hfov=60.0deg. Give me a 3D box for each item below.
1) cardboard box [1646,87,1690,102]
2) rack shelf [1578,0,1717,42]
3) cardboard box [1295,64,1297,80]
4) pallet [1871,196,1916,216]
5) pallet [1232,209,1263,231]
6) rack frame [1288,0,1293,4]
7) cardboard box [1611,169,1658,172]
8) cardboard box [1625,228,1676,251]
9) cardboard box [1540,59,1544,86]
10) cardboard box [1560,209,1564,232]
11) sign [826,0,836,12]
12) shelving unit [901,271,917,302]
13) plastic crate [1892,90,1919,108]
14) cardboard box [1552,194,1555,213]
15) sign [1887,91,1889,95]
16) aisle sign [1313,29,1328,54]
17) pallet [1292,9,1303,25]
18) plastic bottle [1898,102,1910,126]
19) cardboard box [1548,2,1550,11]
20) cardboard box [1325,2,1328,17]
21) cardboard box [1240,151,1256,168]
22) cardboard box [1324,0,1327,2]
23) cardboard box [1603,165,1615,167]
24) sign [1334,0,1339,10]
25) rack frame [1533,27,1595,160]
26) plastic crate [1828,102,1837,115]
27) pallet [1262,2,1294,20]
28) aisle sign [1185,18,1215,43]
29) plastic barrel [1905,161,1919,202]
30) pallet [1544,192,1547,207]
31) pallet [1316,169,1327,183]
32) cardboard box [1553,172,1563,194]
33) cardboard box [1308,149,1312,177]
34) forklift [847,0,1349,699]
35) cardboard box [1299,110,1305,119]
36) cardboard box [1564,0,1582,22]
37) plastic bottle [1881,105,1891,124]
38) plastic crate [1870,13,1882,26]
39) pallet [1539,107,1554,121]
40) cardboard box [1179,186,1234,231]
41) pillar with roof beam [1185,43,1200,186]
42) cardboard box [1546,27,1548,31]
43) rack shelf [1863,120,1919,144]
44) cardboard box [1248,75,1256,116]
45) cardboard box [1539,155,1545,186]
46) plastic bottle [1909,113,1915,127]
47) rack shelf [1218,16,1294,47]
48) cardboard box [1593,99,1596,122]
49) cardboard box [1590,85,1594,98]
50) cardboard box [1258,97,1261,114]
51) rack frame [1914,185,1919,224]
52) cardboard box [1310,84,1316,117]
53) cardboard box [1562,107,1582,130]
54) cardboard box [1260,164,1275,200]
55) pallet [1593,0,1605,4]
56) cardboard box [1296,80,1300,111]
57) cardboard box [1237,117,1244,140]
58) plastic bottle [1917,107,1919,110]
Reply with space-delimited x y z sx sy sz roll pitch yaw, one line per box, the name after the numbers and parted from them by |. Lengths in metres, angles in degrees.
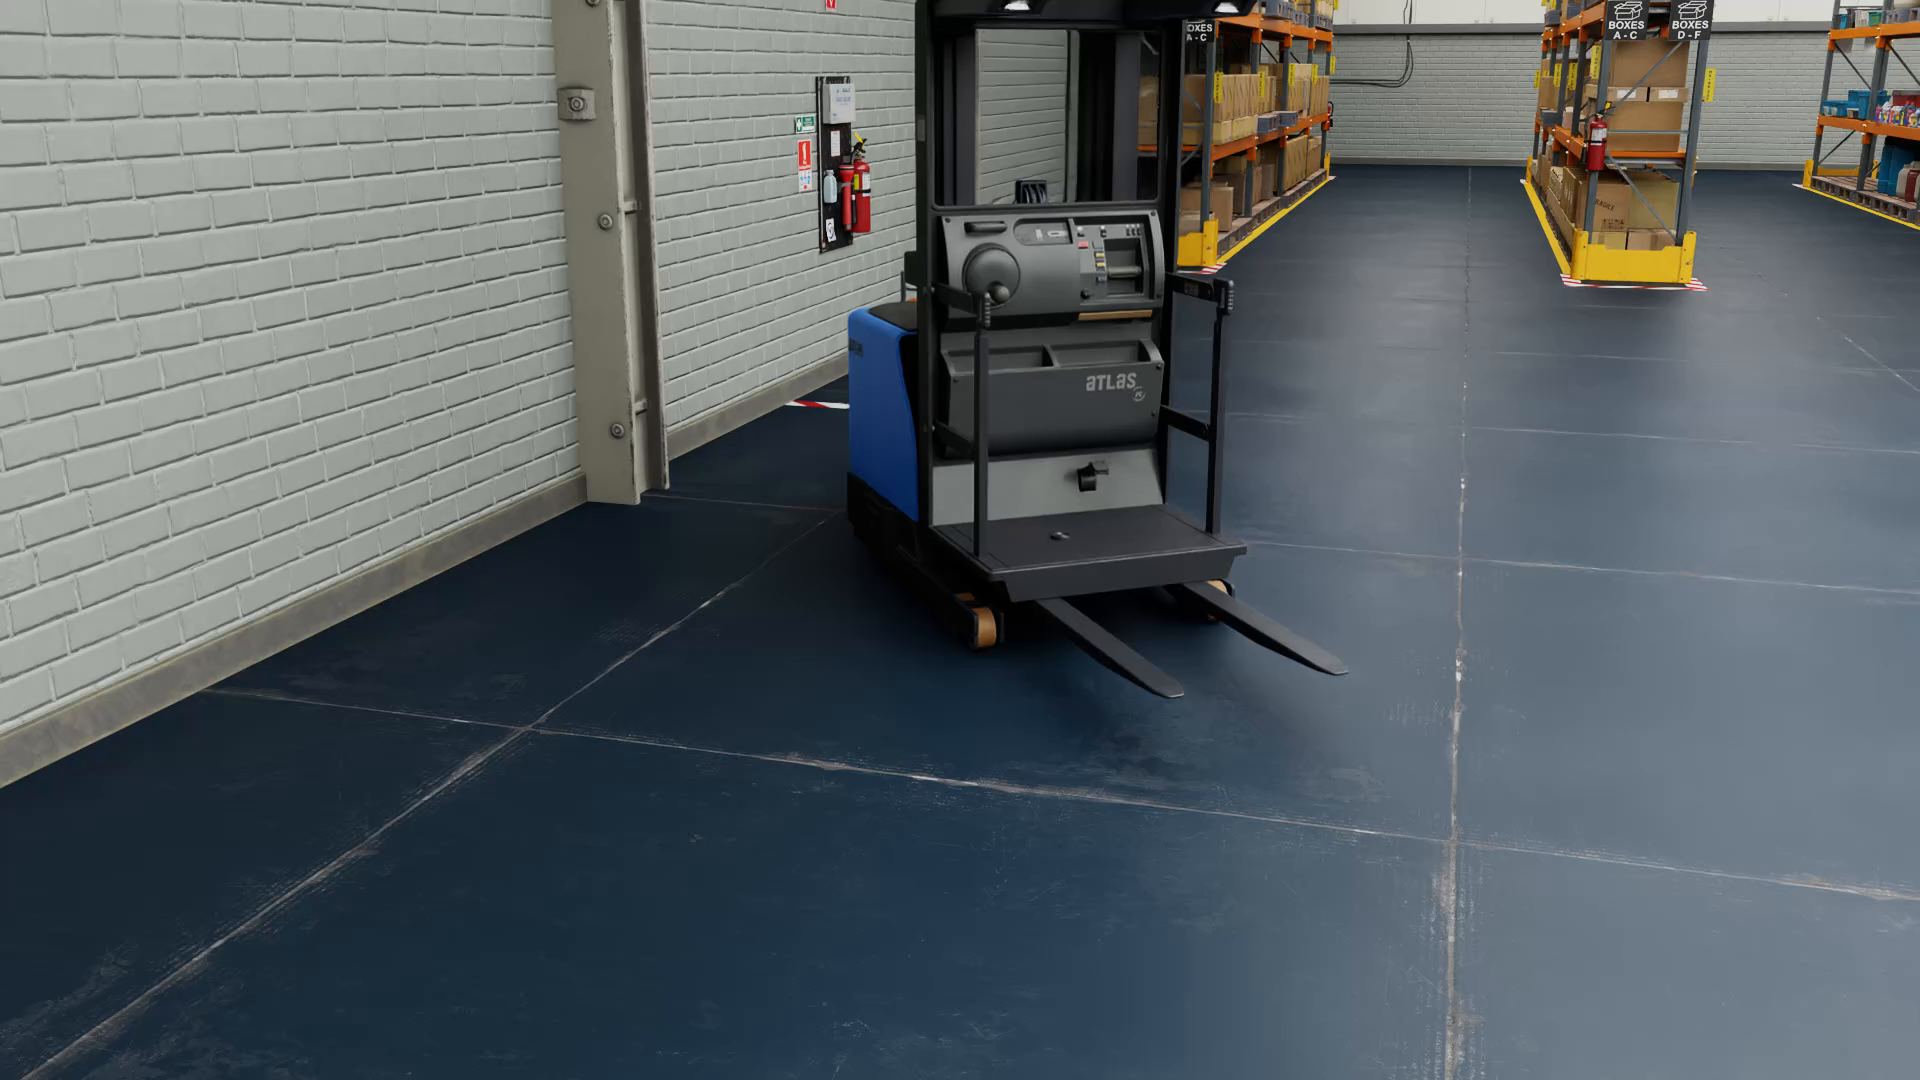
7.368 -4.637 17.310 0.380 0.149 0.250 5 16 15 | cardboard box
7.618 -5.812 18.643 1.077 0.370 4.000 5 16 16 | rack shelf
5.101 -7.469 26.524 0.500 0.250 0.500 4 16 15 | cardboard box
14.604 -5.085 25.371 1.003 0.211 1.213 5 16 16 | pallet
3.656 -4.483 23.249 1.003 0.211 1.213 5 16 16 | pallet
4.573 -9.554 25.021 1.000 3.000 0.127 5 16 16 | rack frame
8.111 -4.210 20.069 0.500 0.500 0.500 5 16 16 | cardboard box
7.415 -3.194 17.861 0.500 0.250 0.500 5 16 16 | cardboard box
11.076 -8.673 30.896 0.500 0.500 0.500 5 17 16 | cardboard box
7.617 -3.889 20.312 0.500 0.250 0.500 5 16 16 | cardboard box
-0.873 -3.732 11.242 0.001 0.298 0.199 5 16 16 | sign
-0.049 -0.752 8.283 0.258 1.200 0.503 10 19 31 | shelving unit
15.702 -7.219 27.558 0.402 0.464 0.583 5 16 16 | plastic crate
8.463 -4.647 22.985 0.500 0.250 0.500 5 17 17 | cardboard box
16.877 -8.032 30.352 0.100 0.325 0.005 5 16 16 | sign
7.154 -10.007 32.848 0.394 0.787 0.004 5 16 16 | aisle sign
4.705 -8.192 26.064 1.213 0.211 1.003 5 17 18 | pallet
14.277 -6.435 25.110 0.144 0.351 0.185 5 16 16 | plastic bottle
10.916 -9.613 30.085 0.500 0.250 0.500 5 16 16 | cardboard box
6.602 -9.897 31.049 0.500 0.250 0.500 4 16 14 | cardboard box
4.054 -5.566 24.355 0.500 0.250 0.500 5 16 16 | cardboard box
6.456 -10.125 30.480 0.500 0.500 0.500 5 17 16 | cardboard box
9.726 -5.390 25.111 0.500 0.500 0.500 5 17 18 | cardboard box
7.362 -10.546 32.538 0.100 0.325 0.005 5 16 16 | sign
11.596 -8.377 31.867 1.000 3.000 0.127 5 16 16 | rack frame
15.772 -7.729 29.779 0.416 0.233 0.300 5 16 16 | plastic crate
4.005 -7.399 23.264 1.213 0.211 1.003 5 16 16 | pallet
2.566 -5.783 17.957 0.394 0.787 0.004 5 16 16 | aisle sign
14.515 -5.366 24.900 0.600 0.588 0.708 5 16 16 | plastic barrel
9.920 -5.453 26.669 1.003 0.211 1.213 5 16 16 | pallet
6.694 -7.204 32.840 1.003 0.211 1.213 5 16 16 | pallet
8.459 -4.913 22.896 0.500 0.311 0.500 4 16 15 | cardboard box
6.166 -7.032 30.937 0.700 0.500 0.500 4 16 15 | cardboard box
0.450 -1.117 6.396 1.130 2.935 3.031 -6 17 -19 | forklift
5.700 -7.286 28.445 0.380 0.149 0.250 5 16 16 | cardboard box
9.415 -7.892 24.477 0.910 0.500 0.500 5 16 16 | cardboard box
14.607 -6.699 26.177 0.152 0.276 0.135 5 16 16 | plastic bottle
15.038 -8.421 26.913 0.450 0.188 0.662 5 16 16 | plastic crate
10.128 -7.038 27.497 1.003 0.211 1.213 5 16 16 | pallet
3.000 -4.095 20.544 0.700 0.500 0.500 4 16 12 | cardboard box
7.501 -8.947 22.881 9.100 9.000 0.400 5 16 16 | pillar with roof beam
10.912 -9.373 30.155 0.500 0.250 0.500 5 16 16 | cardboard box
14.639 -6.076 25.074 1.077 0.370 4.000 5 16 16 | rack shelf
3.462 -5.640 21.082 0.500 0.500 0.500 5 16 16 | cardboard box
10.089 -6.232 28.079 0.500 0.500 0.500 4 16 13 | cardboard box
14.059 -6.184 24.500 0.097 0.201 0.097 0 16 0 | plastic bottle
4.004 -7.241 23.683 1.077 0.370 4.000 5 16 16 | rack shelf
7.776 -4.900 19.424 0.700 0.500 0.500 5 17 17 | cardboard box
7.635 -5.275 19.559 0.380 0.149 0.250 4 16 14 | cardboard box
3.779 -6.157 23.050 0.700 0.500 0.500 6 17 22 | cardboard box
14.071 -5.899 23.131 1.000 3.000 0.127 5 16 16 | rack frame
5.879 -7.999 29.984 0.980 0.700 0.700 5 17 17 | cardboard box
8.883 -6.022 23.728 0.500 0.311 0.500 4 16 15 | cardboard box
4.418 -5.484 25.442 0.700 0.500 0.500 5 17 17 | cardboard box
7.620 -6.095 18.486 1.003 0.211 1.213 5 16 16 | pallet
5.256 -7.242 27.098 0.500 0.500 0.500 5 16 16 | cardboard box
3.172 -5.017 20.258 0.500 0.250 0.500 5 17 16 | cardboard box
14.293 -6.318 24.822 0.061 0.283 0.133 5 16 16 | plastic bottle
